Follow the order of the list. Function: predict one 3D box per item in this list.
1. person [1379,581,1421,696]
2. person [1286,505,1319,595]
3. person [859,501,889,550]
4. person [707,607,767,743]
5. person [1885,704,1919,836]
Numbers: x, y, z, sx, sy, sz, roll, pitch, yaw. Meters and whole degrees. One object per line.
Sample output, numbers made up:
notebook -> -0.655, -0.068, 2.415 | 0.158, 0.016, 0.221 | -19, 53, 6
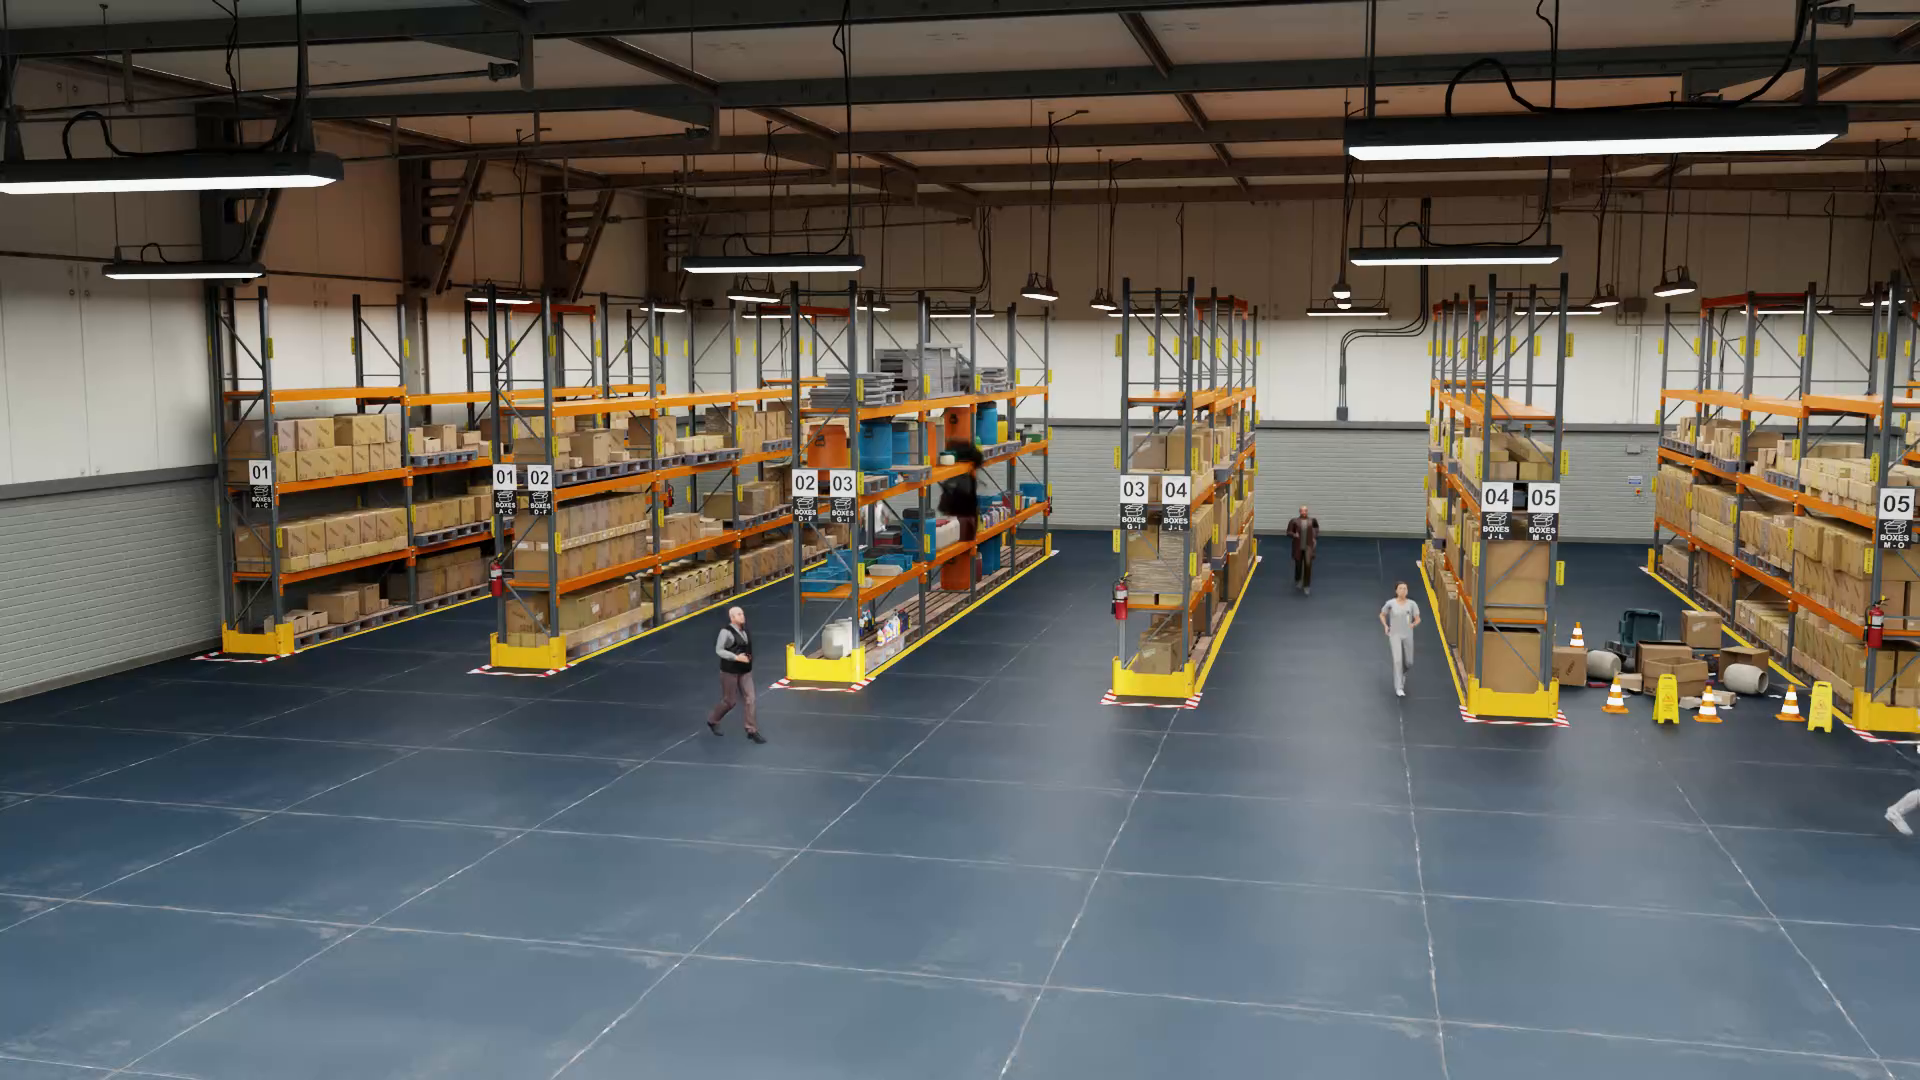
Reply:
person -> 6.408, 1.411, 24.232 | 0.575, 1.635, 0.802 | 1, 7, 7
person -> 7.063, 0.180, 34.319 | 0.669, 1.823, 0.965 | 1, 7, 9
person -> -1.951, -0.214, 37.977 | 0.675, 1.735, 0.705 | 1, 7, 6
person -> -2.874, 1.706, 21.223 | 0.907, 1.728, 0.657 | 5, 8, 38
person -> 9.845, 2.179, 16.711 | 0.701, 1.765, 0.917 | -5, 8, -36
